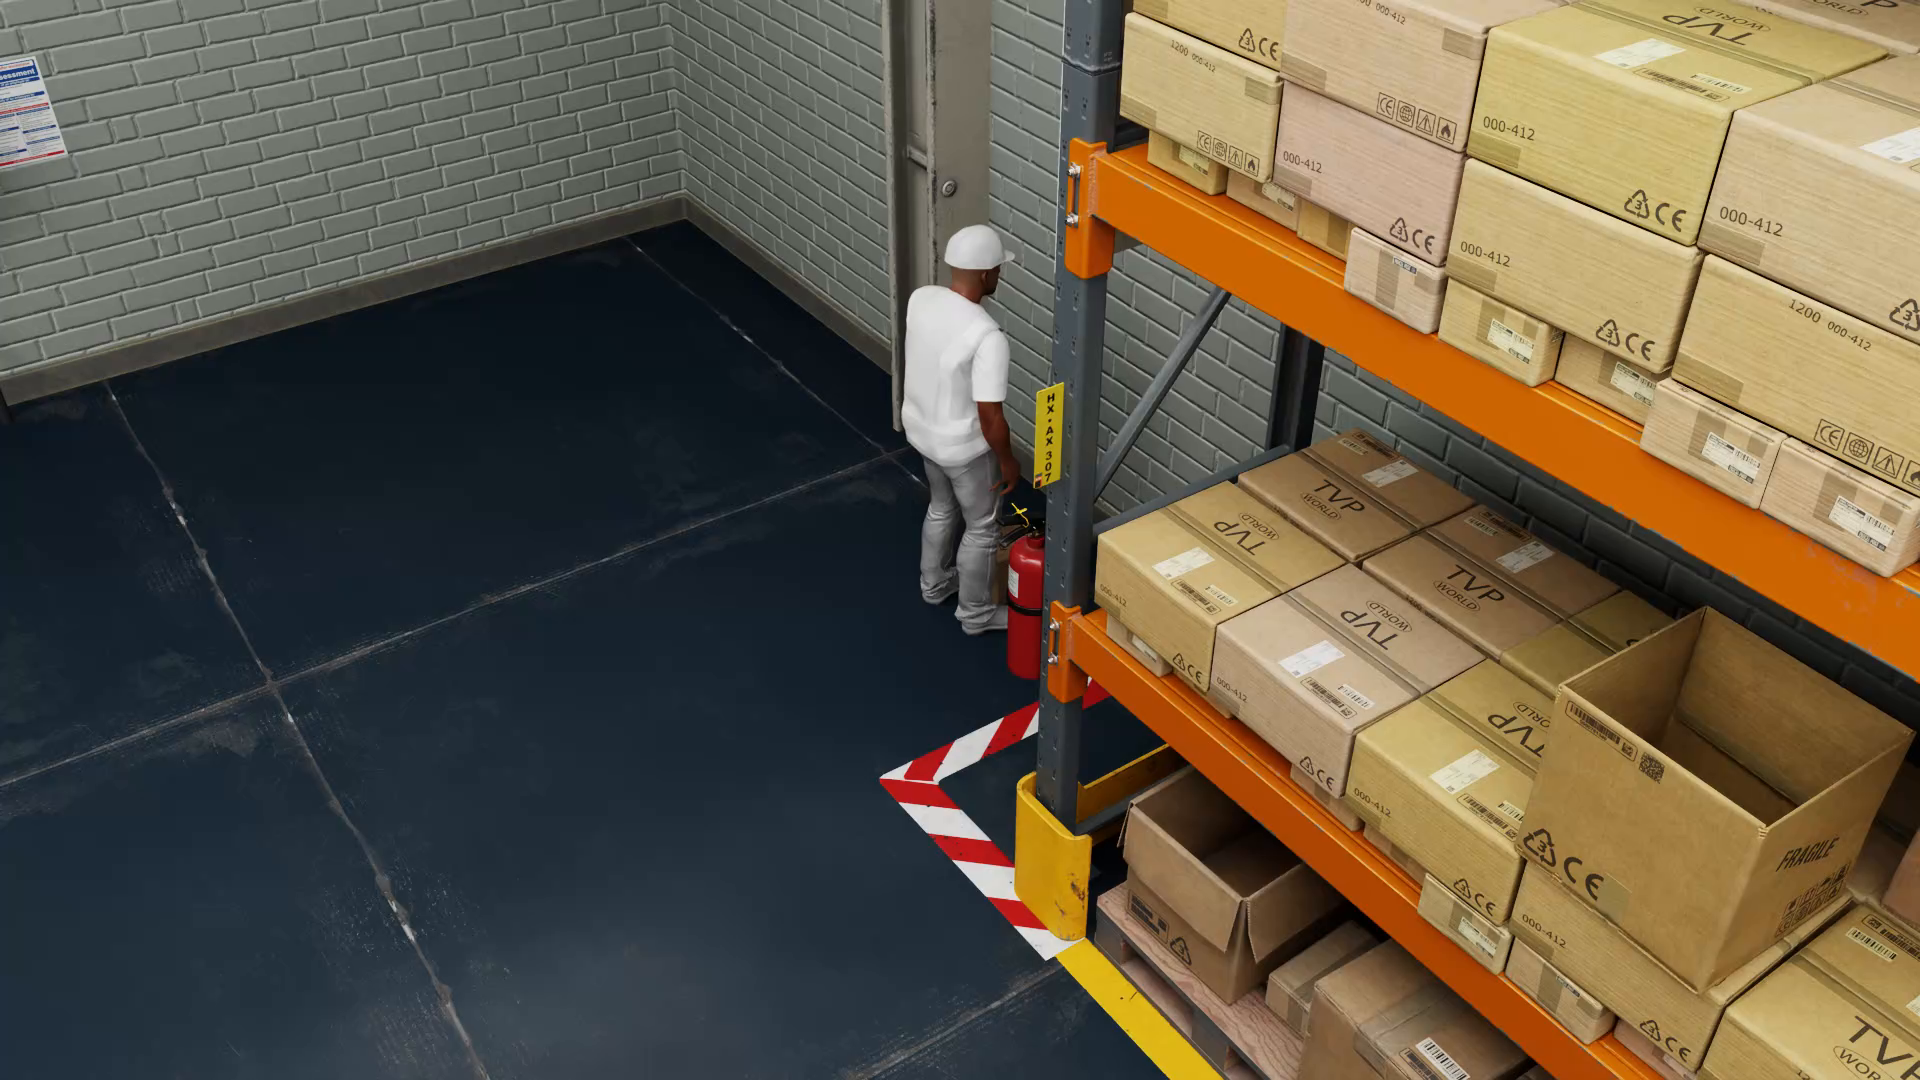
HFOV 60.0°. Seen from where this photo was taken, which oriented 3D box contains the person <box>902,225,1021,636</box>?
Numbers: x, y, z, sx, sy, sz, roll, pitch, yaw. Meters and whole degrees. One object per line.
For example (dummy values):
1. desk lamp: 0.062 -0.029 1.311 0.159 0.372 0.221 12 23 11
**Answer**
1. person: 0.018 -0.435 6.727 0.458 1.761 0.626 -23 42 -28
